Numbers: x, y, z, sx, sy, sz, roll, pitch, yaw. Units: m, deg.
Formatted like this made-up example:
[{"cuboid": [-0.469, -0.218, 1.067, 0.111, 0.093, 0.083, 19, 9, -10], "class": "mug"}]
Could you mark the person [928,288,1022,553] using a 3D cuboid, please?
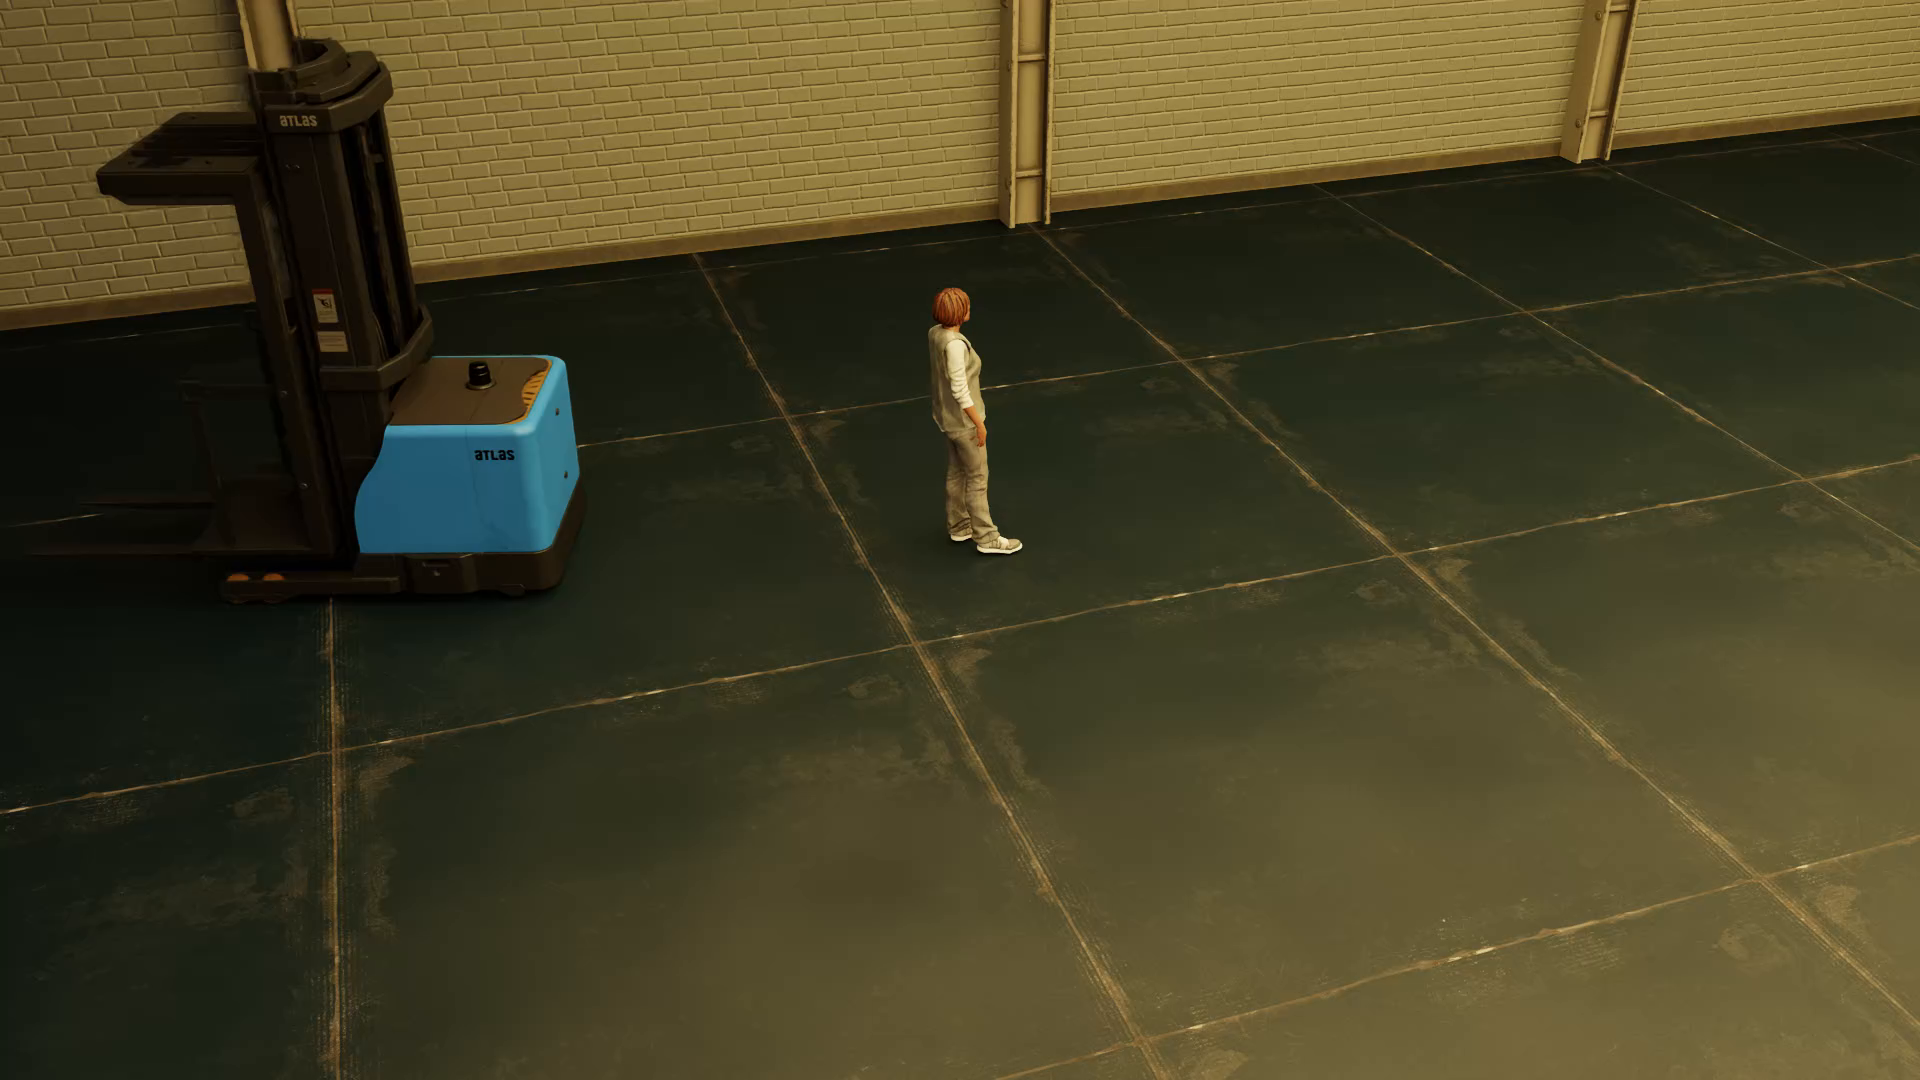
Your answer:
[{"cuboid": [0.075, -0.704, 9.634, 0.473, 1.599, 0.521, -10, 31, -16], "class": "person"}]

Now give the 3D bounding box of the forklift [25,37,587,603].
[{"cuboid": [-3.804, -1.178, 9.135, 3.031, 2.935, 1.130, 0, 30, -1], "class": "forklift"}]
